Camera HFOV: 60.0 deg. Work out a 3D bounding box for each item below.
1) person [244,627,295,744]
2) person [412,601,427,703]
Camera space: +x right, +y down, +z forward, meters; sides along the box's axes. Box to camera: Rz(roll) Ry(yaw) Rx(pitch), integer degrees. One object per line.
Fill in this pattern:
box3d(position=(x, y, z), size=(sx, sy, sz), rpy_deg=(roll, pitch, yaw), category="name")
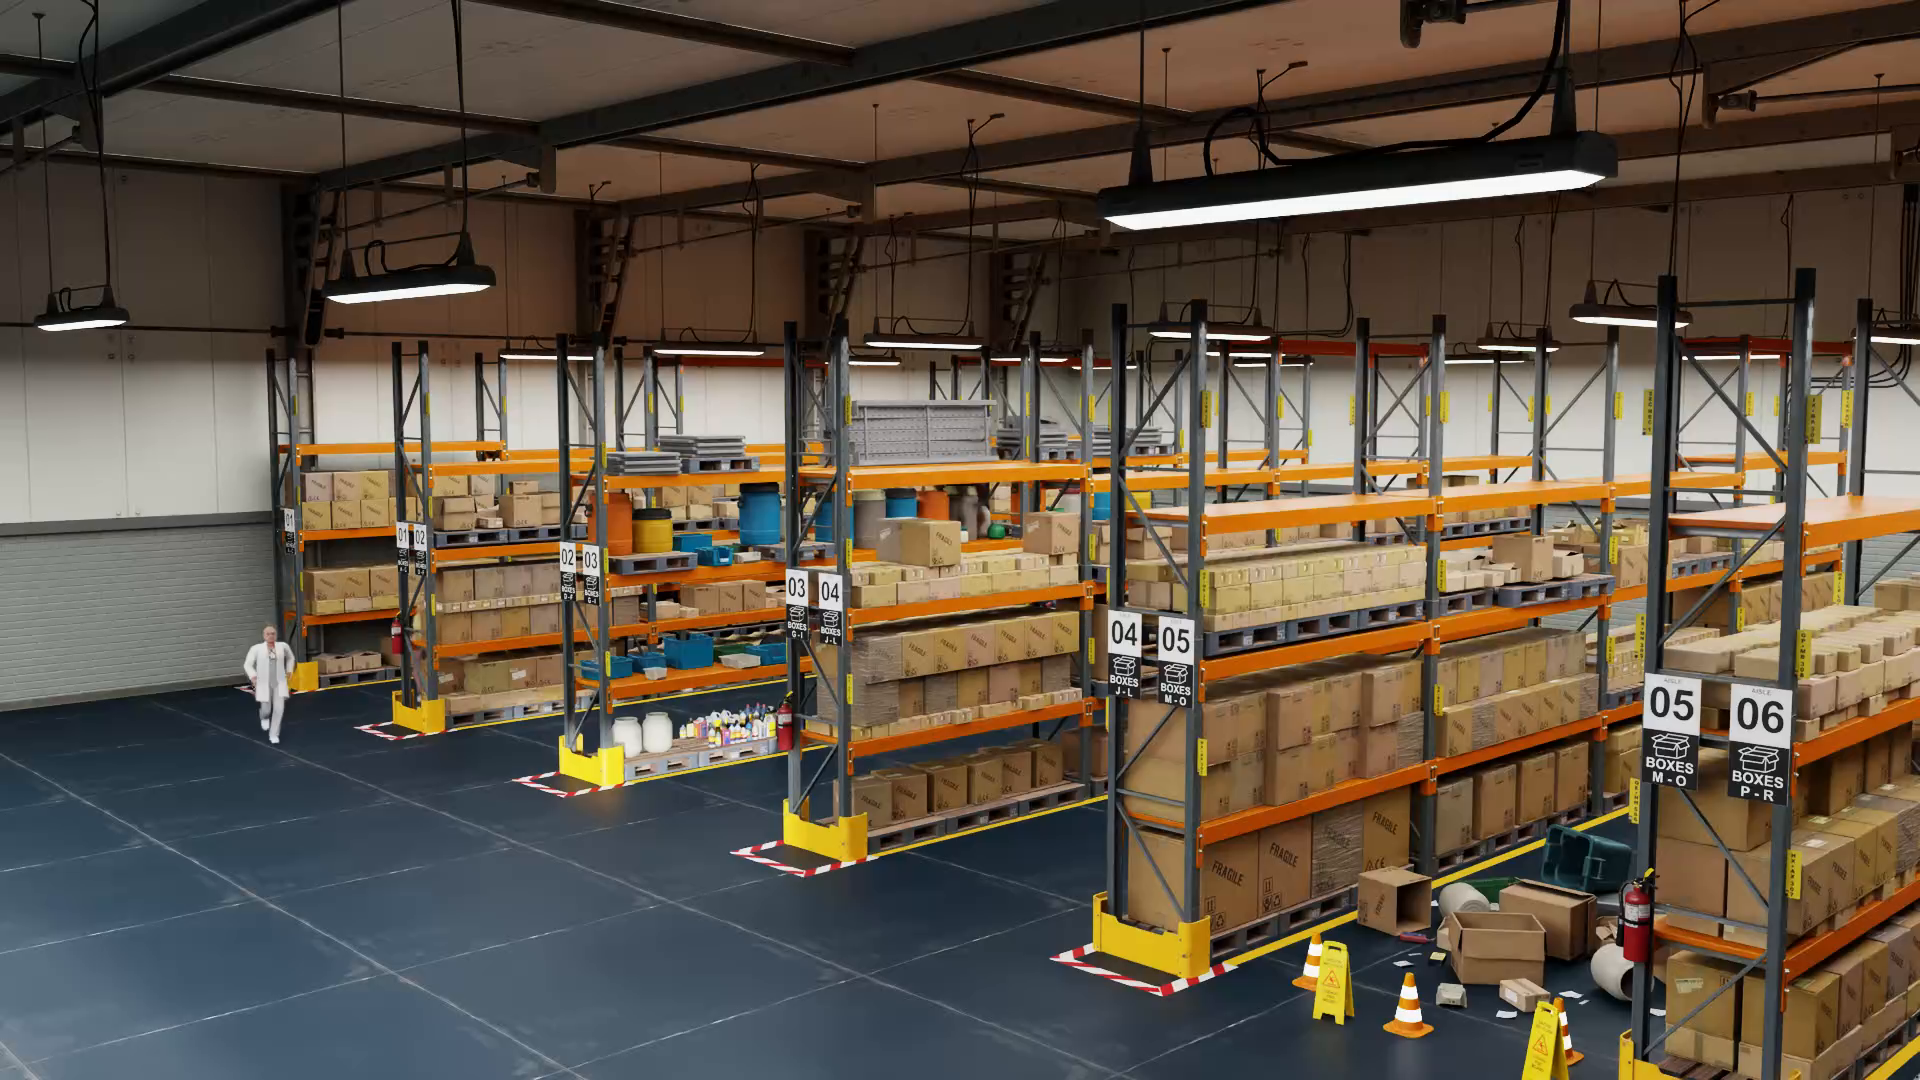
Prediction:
box3d(position=(-10.335, 2.152, 24.940), size=(0.721, 1.734, 0.807), rpy_deg=(-3, 6, -29), category="person")
box3d(position=(-9.147, 1.876, 28.425), size=(0.658, 1.703, 0.795), rpy_deg=(1, 5, 16), category="person")
